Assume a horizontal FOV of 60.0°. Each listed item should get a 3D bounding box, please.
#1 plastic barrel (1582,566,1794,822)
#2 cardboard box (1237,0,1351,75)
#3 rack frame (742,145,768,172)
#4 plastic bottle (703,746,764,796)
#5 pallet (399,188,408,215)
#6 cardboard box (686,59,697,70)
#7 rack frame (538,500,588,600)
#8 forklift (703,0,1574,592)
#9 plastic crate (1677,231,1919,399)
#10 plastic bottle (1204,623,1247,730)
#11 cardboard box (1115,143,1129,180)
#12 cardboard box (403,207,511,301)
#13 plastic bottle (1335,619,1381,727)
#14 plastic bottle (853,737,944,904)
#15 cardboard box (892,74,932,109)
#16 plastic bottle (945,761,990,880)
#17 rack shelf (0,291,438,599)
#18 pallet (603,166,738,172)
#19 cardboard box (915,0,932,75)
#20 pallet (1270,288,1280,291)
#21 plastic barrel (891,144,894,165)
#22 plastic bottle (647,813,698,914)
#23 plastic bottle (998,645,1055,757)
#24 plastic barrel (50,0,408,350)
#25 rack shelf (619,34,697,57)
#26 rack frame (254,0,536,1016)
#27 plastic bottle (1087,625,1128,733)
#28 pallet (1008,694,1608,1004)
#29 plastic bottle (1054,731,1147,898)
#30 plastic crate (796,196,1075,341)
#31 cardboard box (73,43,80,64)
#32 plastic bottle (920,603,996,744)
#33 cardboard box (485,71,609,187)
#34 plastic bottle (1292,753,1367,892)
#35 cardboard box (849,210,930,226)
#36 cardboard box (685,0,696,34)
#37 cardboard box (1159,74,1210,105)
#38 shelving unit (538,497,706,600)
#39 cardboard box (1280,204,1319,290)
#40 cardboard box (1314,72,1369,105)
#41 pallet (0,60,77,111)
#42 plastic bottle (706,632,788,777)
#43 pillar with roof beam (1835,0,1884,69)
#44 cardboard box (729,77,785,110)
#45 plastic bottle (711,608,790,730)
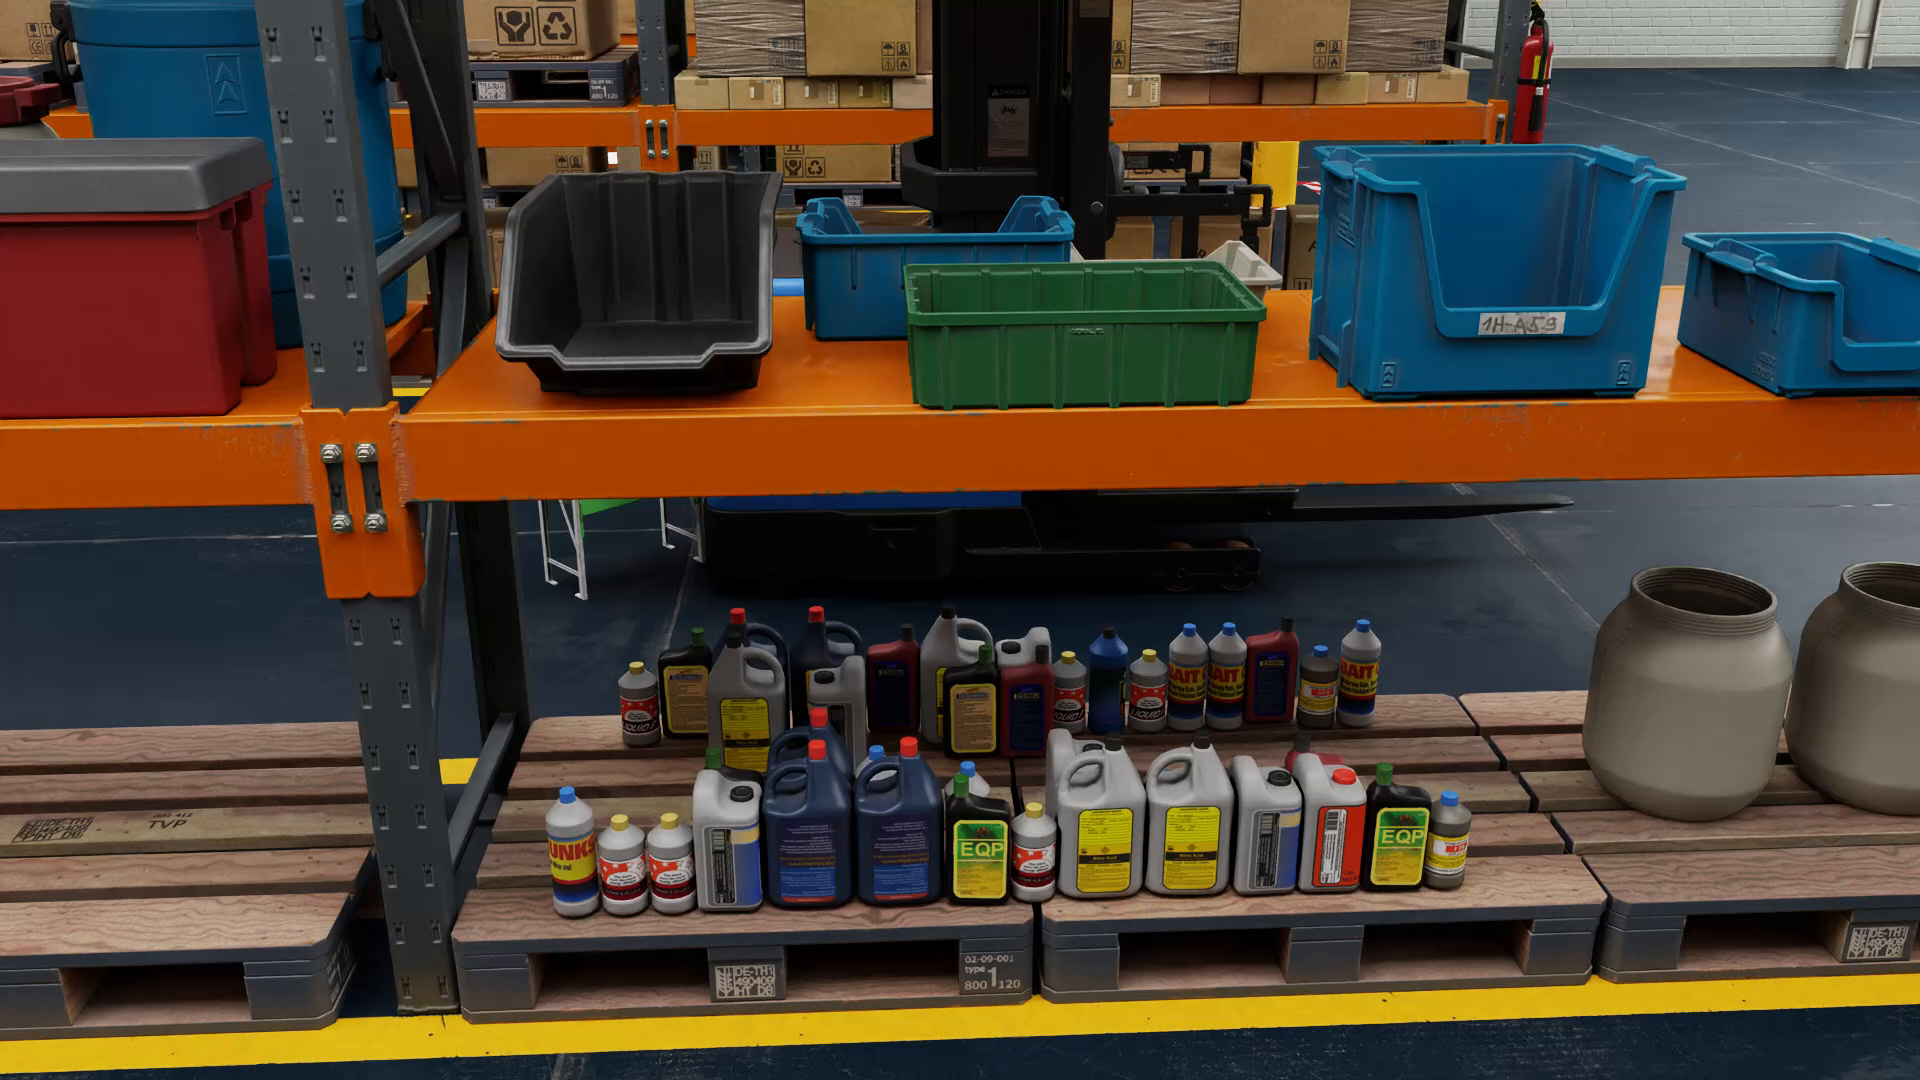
[{"bbox_3d":[1.694,0.355,3.879,0.421,0.512,0.421,0,21,0],"label":"plastic barrel"},{"bbox_3d":[1.521,-2.553,8.053,0.500,0.500,0.875,-1,21,-3],"label":"cardboard box"},{"bbox_3d":[-1.612,-4.104,12.686,0.127,3.000,1.000,-1,21,-3],"label":"rack frame"},{"bbox_3d":[-0.489,0.578,3.586,0.133,0.283,0.061,-1,21,-3],"label":"plastic bottle"},{"bbox_3d":[-4.814,-2.709,12.940,1.213,0.211,1.003,-1,21,-3],"label":"pallet"},{"bbox_3d":[-1.232,-2.332,8.383,0.250,0.149,0.380,-1,21,-3],"label":"cardboard box"},{"bbox_3d":[-1.342,-0.390,5.459,0.015,1.200,0.240,-19,28,-41],"label":"rack frame"},{"bbox_3d":[0.629,-1.382,5.630,3.031,2.935,1.130,-1,21,-3],"label":"forklift"},{"bbox_3d":[1.715,-0.465,3.336,0.408,0.251,0.499,-1,21,-3],"label":"plastic crate"},{"bbox_3d":[0.677,0.340,4.228,0.097,0.271,0.097,0,21,0],"label":"plastic bottle"},{"bbox_3d":[0.830,-3.333,13.056,0.875,0.875,0.875,-1,21,-4],"label":"cardboard box"},{"bbox_3d":[-2.521,-1.370,8.398,0.500,0.500,0.700,-1,21,-3],"label":"cardboard box"},{"bbox_3d":[1.019,0.333,4.246,0.097,0.271,0.097,0,21,0],"label":"plastic bottle"},{"bbox_3d":[-0.129,0.579,3.490,0.185,0.351,0.144,-2,21,-5],"label":"plastic bottle"},{"bbox_3d":[-0.198,-2.135,7.866,0.250,0.149,0.380,-1,21,-3],"label":"cardboard box"},{"bbox_3d":[0.016,0.599,3.547,0.097,0.271,0.097,0,21,0],"label":"plastic bottle"},{"bbox_3d":[-3.144,-0.204,3.452,4.000,0.370,1.077,-1,21,-3],"label":"rack shelf"},{"bbox_3d":[-2.378,-2.759,13.070,1.213,0.211,1.003,-1,21,-3],"label":"pallet"},{"bbox_3d":[0.018,-2.557,8.063,0.500,0.500,0.875,-1,21,-3],"label":"cardboard box"},{"bbox_3d":[1.675,-1.113,8.748,1.213,0.211,1.003,-1,21,-3],"label":"pallet"},{"bbox_3d":[-0.567,-3.468,14.636,0.421,0.421,0.512,15,25,34],"label":"plastic barrel"},{"bbox_3d":[-0.601,0.666,3.470,0.097,0.201,0.097,0,21,0],"label":"plastic bottle"},{"bbox_3d":[0.163,0.393,4.073,0.133,0.283,0.061,-1,21,-3],"label":"plastic bottle"},{"bbox_3d":[-1.550,-0.915,3.604,0.708,0.901,0.600,-1,21,-3],"label":"plastic barrel"},{"bbox_3d":[-3.608,-3.728,12.707,4.000,0.370,1.077,-1,21,-3],"label":"rack shelf"},{"bbox_3d":[-1.147,-0.581,3.431,0.127,3.000,1.000,-1,21,-3],"label":"rack frame"},{"bbox_3d":[0.374,0.346,4.211,0.097,0.271,0.097,0,21,0],"label":"plastic bottle"},{"bbox_3d":[0.747,0.698,3.992,1.213,0.211,1.003,-1,21,-3],"label":"pallet"},{"bbox_3d":[0.296,0.570,3.513,0.185,0.351,0.144,-1,21,-3],"label":"plastic bottle"},{"bbox_3d":[-0.057,-0.630,3.770,0.616,0.251,0.499,-1,21,-3],"label":"plastic crate"},{"bbox_3d":[-3.737,-2.338,7.666,0.500,0.250,0.500,-2,21,-5],"label":"cardboard box"},{"bbox_3d":[-0.006,0.325,4.155,0.185,0.351,0.144,-1,21,-3],"label":"plastic bottle"},{"bbox_3d":[-3.190,-3.186,12.846,0.750,0.750,1.050,-1,21,-3],"label":"cardboard box"},{"bbox_3d":[0.785,0.594,3.556,0.135,0.276,0.152,-1,21,-3],"label":"plastic bottle"},{"bbox_3d":[-0.456,-1.377,8.444,0.500,0.500,0.500,5,22,14],"label":"cardboard box"},{"bbox_3d":[-2.117,-4.046,12.391,0.500,0.500,0.500,-1,21,-3],"label":"cardboard box"},{"bbox_3d":[1.044,-2.194,8.021,0.250,0.149,0.380,-1,21,-3],"label":"cardboard box"},{"bbox_3d":[-1.168,-0.451,5.618,0.503,1.200,0.258,-19,28,-41],"label":"shelving unit"},{"bbox_3d":[1.940,-1.443,8.618,0.500,0.500,0.500,3,21,7],"label":"cardboard box"},{"bbox_3d":[1.795,-2.197,8.029,0.250,0.149,0.380,-1,21,-3],"label":"cardboard box"},{"bbox_3d":[-4.718,-2.222,8.011,1.003,0.211,1.213,-1,21,-3],"label":"pallet"},{"bbox_3d":[-0.512,0.387,3.993,0.185,0.351,0.144,-1,21,-3],"label":"plastic bottle"},{"bbox_3d":[13.191,-9.529,18.503,0.400,9.000,9.100,-1,21,-3],"label":"pillar with roof beam"},{"bbox_3d":[-0.947,-2.121,7.829,0.250,0.149,0.380,-1,21,-3],"label":"cardboard box"},{"bbox_3d":[-0.520,0.336,4.128,0.185,0.351,0.144,-2,21,-4],"label":"plastic bottle"}]
